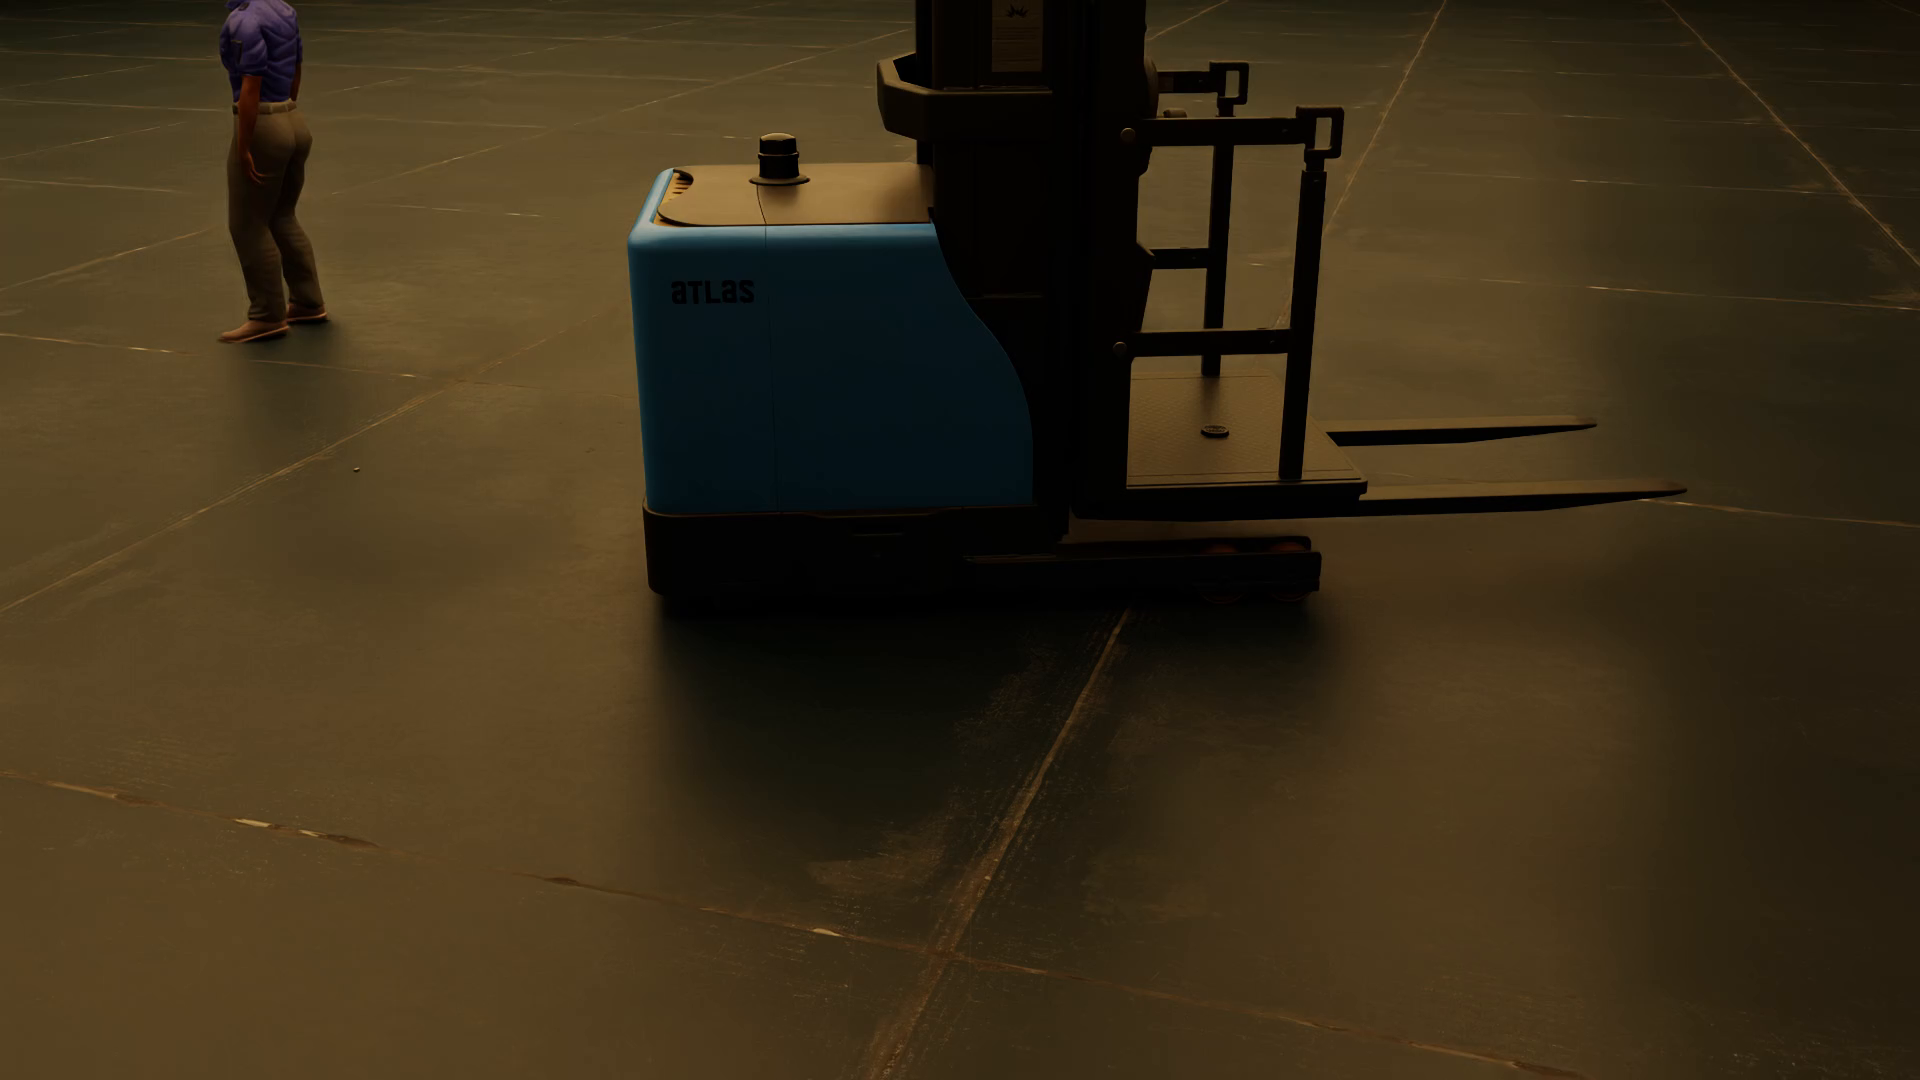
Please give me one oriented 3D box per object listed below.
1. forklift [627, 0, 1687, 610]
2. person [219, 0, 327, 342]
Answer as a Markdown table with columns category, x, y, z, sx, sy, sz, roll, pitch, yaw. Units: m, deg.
| category | x | y | z | sx | sy | sz | roll | pitch | yaw |
| --- | --- | --- | --- | --- | --- | --- | --- | --- | --- |
| forklift | 0.606 | -1.374 | 4.608 | 3.031 | 2.935 | 1.130 | -2 | 23 | -4 |
| person | -2.999 | -1.686 | 7.072 | 0.434 | 1.678 | 0.532 | 1 | 22 | 3 |
